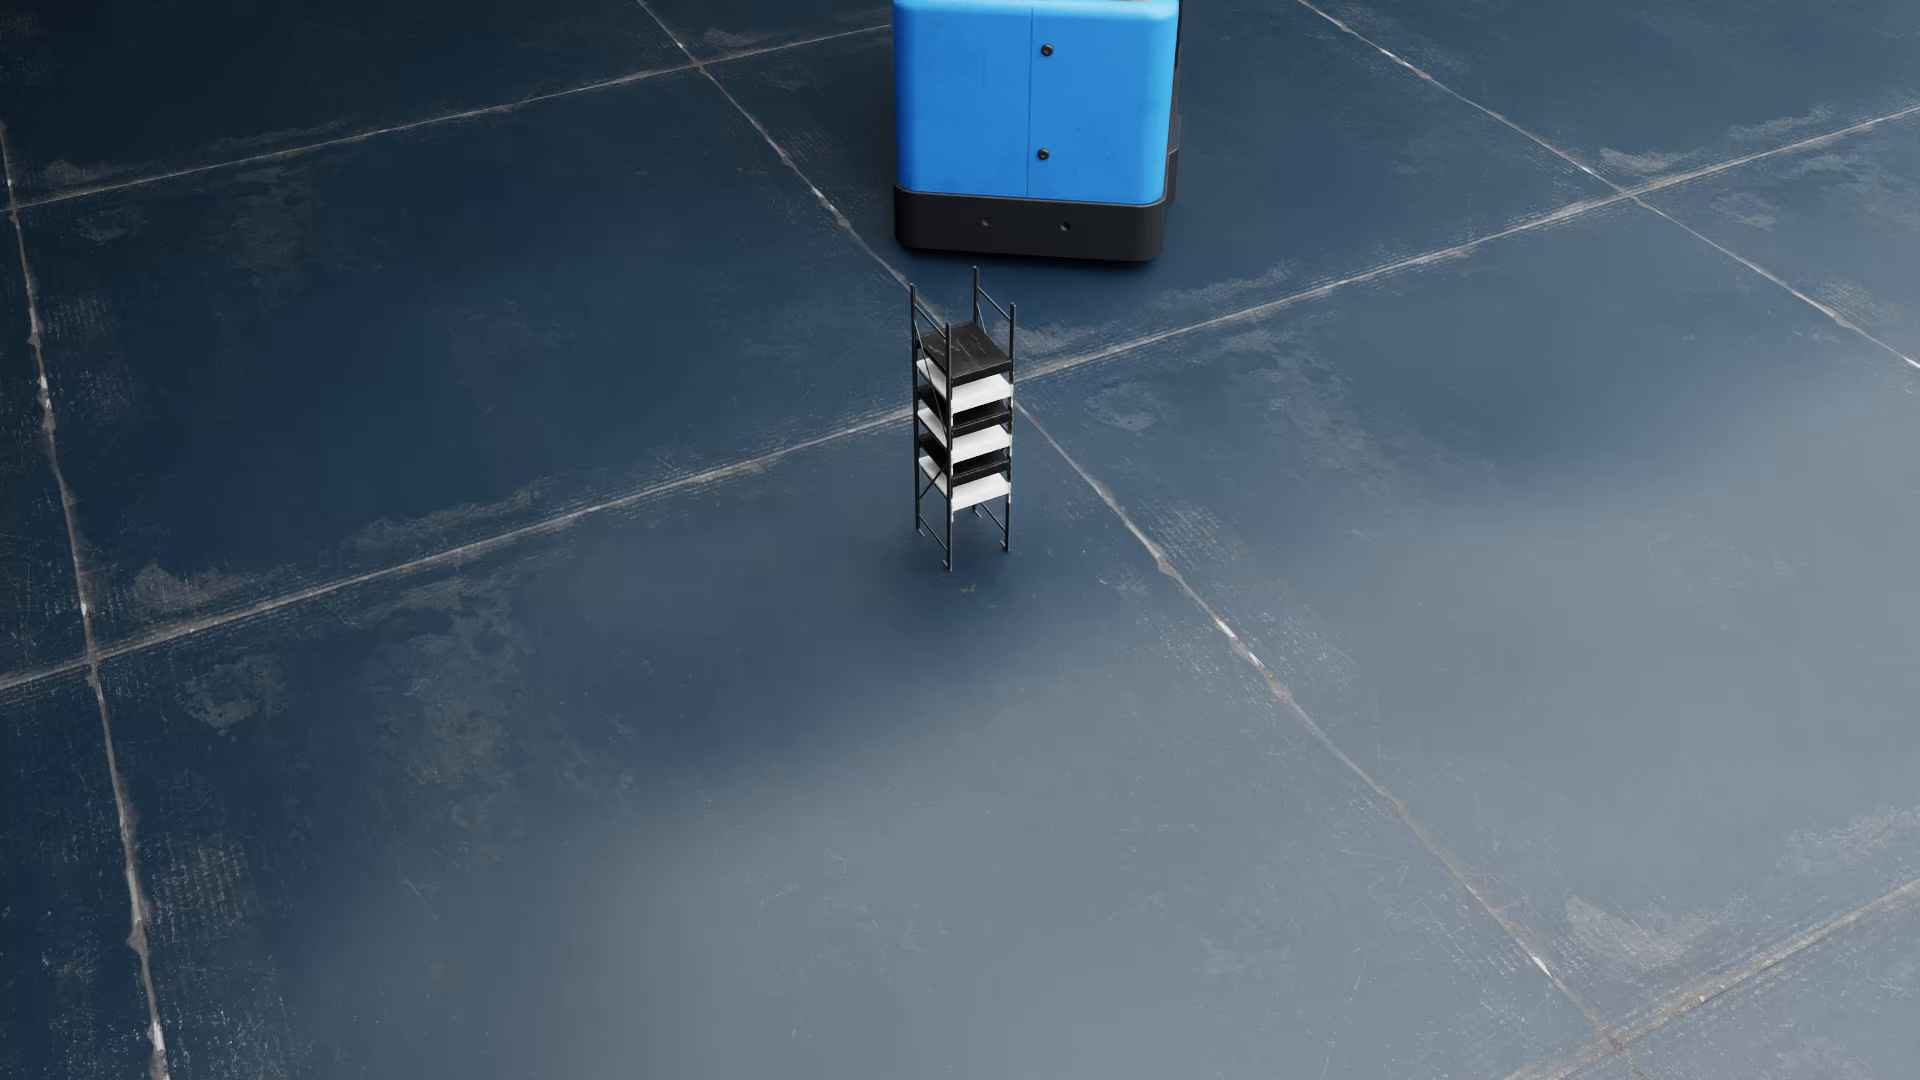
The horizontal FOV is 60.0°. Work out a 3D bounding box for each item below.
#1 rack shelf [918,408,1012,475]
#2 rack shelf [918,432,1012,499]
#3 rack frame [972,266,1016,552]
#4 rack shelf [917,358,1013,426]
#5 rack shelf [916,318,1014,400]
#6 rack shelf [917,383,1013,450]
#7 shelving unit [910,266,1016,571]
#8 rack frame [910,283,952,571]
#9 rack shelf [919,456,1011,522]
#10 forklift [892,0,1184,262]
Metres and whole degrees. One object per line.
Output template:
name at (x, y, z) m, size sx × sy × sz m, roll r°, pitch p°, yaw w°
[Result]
rack shelf at (0.007, -0.320, 4.984) m, size 0.200 × 0.077 × 0.258 m, roll -19°, pitch 44°, yaw -21°
rack shelf at (0.007, -0.252, 5.042) m, size 0.200 × 0.077 × 0.258 m, roll -19°, pitch 44°, yaw -21°
rack frame at (0.097, -0.376, 4.998) m, size 0.006 × 0.900 × 0.240 m, roll -19°, pitch 44°, yaw -21°
rack shelf at (0.007, -0.458, 4.867) m, size 0.200 × 0.077 × 0.258 m, roll -19°, pitch 44°, yaw -21°
rack shelf at (0.007, -0.527, 4.809) m, size 0.200 × 0.077 × 0.258 m, roll -19°, pitch 44°, yaw -21°
rack shelf at (0.007, -0.389, 4.925) m, size 0.200 × 0.077 × 0.258 m, roll -19°, pitch 44°, yaw -21°
shelving unit at (0.007, -0.346, 4.962) m, size 0.210 × 0.900 × 0.258 m, roll -19°, pitch 44°, yaw -21°
rack frame at (-0.083, -0.316, 4.926) m, size 0.006 × 0.900 × 0.240 m, roll -19°, pitch 44°, yaw -21°
rack shelf at (0.007, -0.183, 5.100) m, size 0.200 × 0.077 × 0.258 m, roll -19°, pitch 44°, yaw -21°
forklift at (0.435, -3.138, 6.689) m, size 1.130 × 2.935 × 3.031 m, roll 5°, pitch 40°, yaw 5°
